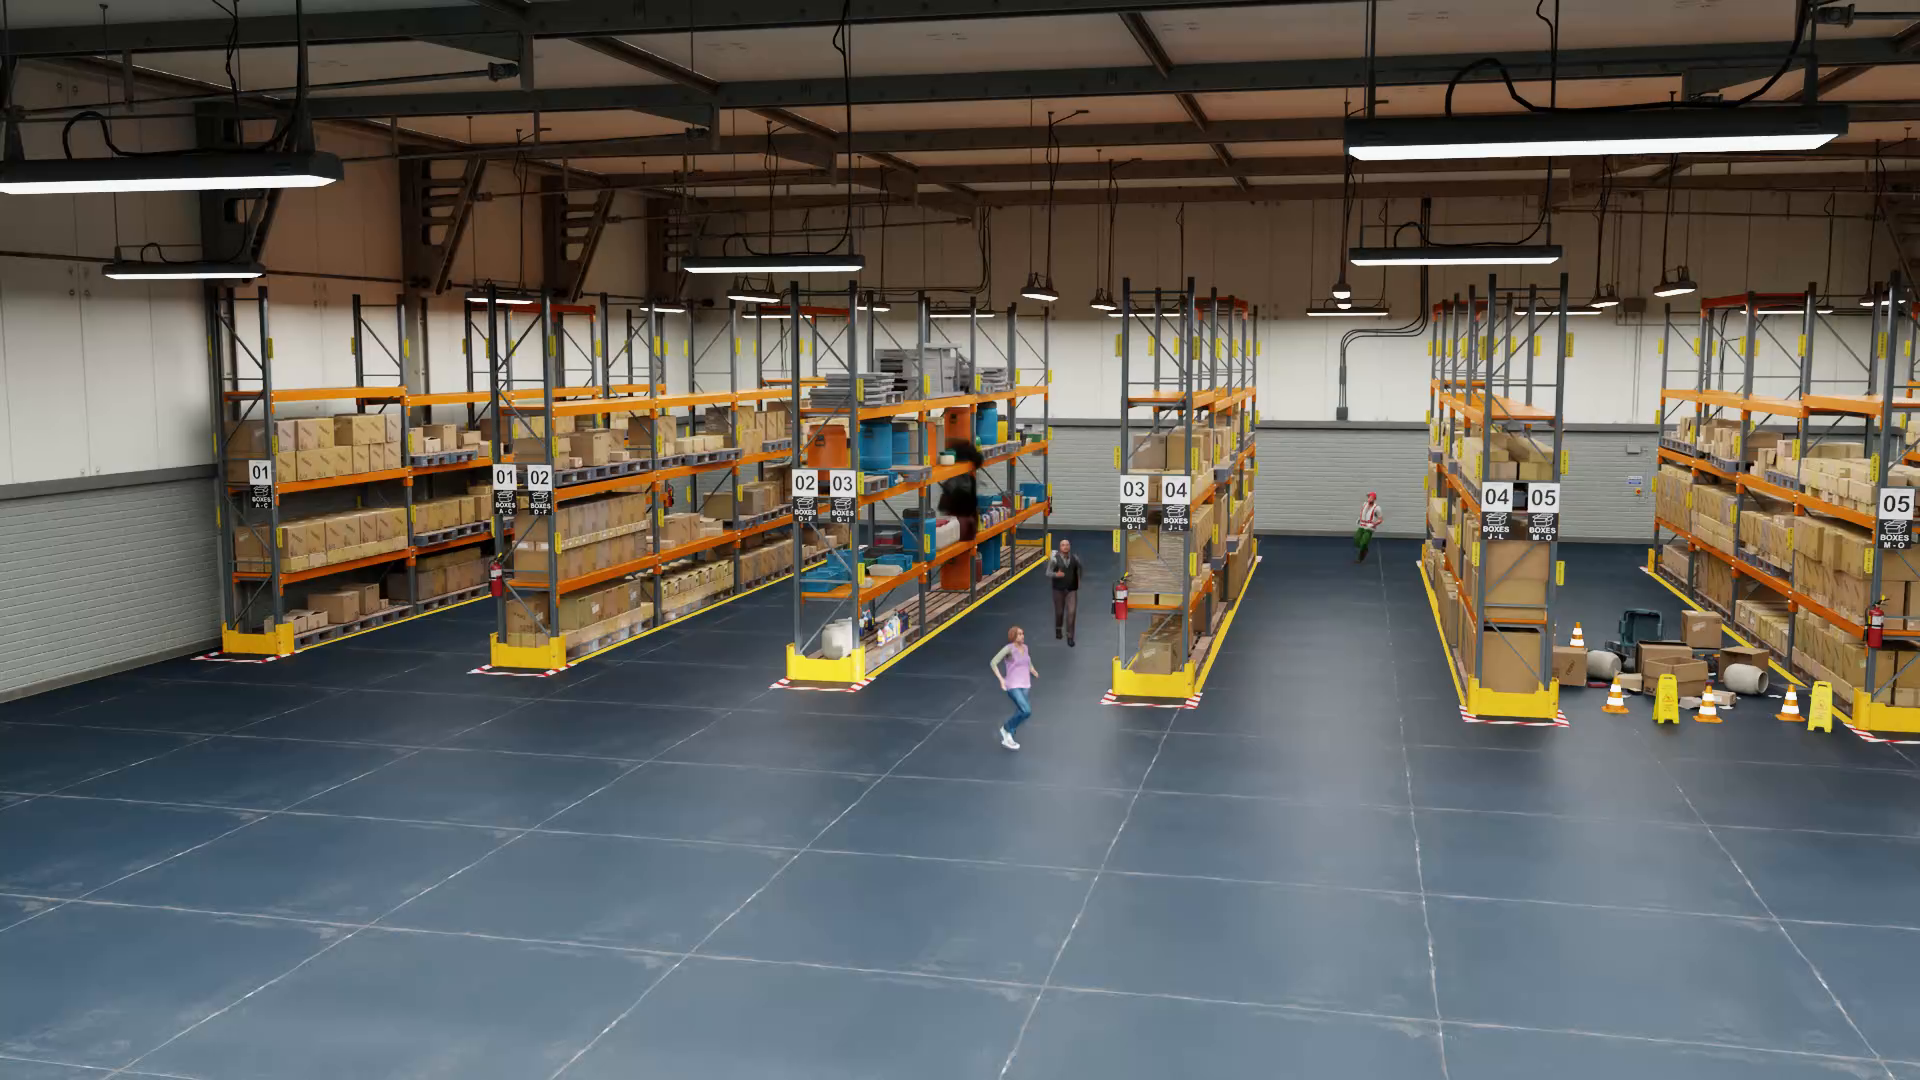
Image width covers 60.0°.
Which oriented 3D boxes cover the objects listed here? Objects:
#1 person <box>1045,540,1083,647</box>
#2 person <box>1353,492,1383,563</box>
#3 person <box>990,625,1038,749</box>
[{"bbox_3d":[1.739,0.853,27.495,0.661,1.711,0.906,0,7,-4],"label":"person"},{"bbox_3d":[9.521,-0.282,38.682,0.611,1.688,0.720,-6,9,-40],"label":"person"},{"bbox_3d":[0.728,1.846,20.704,0.591,1.564,0.522,6,9,42],"label":"person"}]
